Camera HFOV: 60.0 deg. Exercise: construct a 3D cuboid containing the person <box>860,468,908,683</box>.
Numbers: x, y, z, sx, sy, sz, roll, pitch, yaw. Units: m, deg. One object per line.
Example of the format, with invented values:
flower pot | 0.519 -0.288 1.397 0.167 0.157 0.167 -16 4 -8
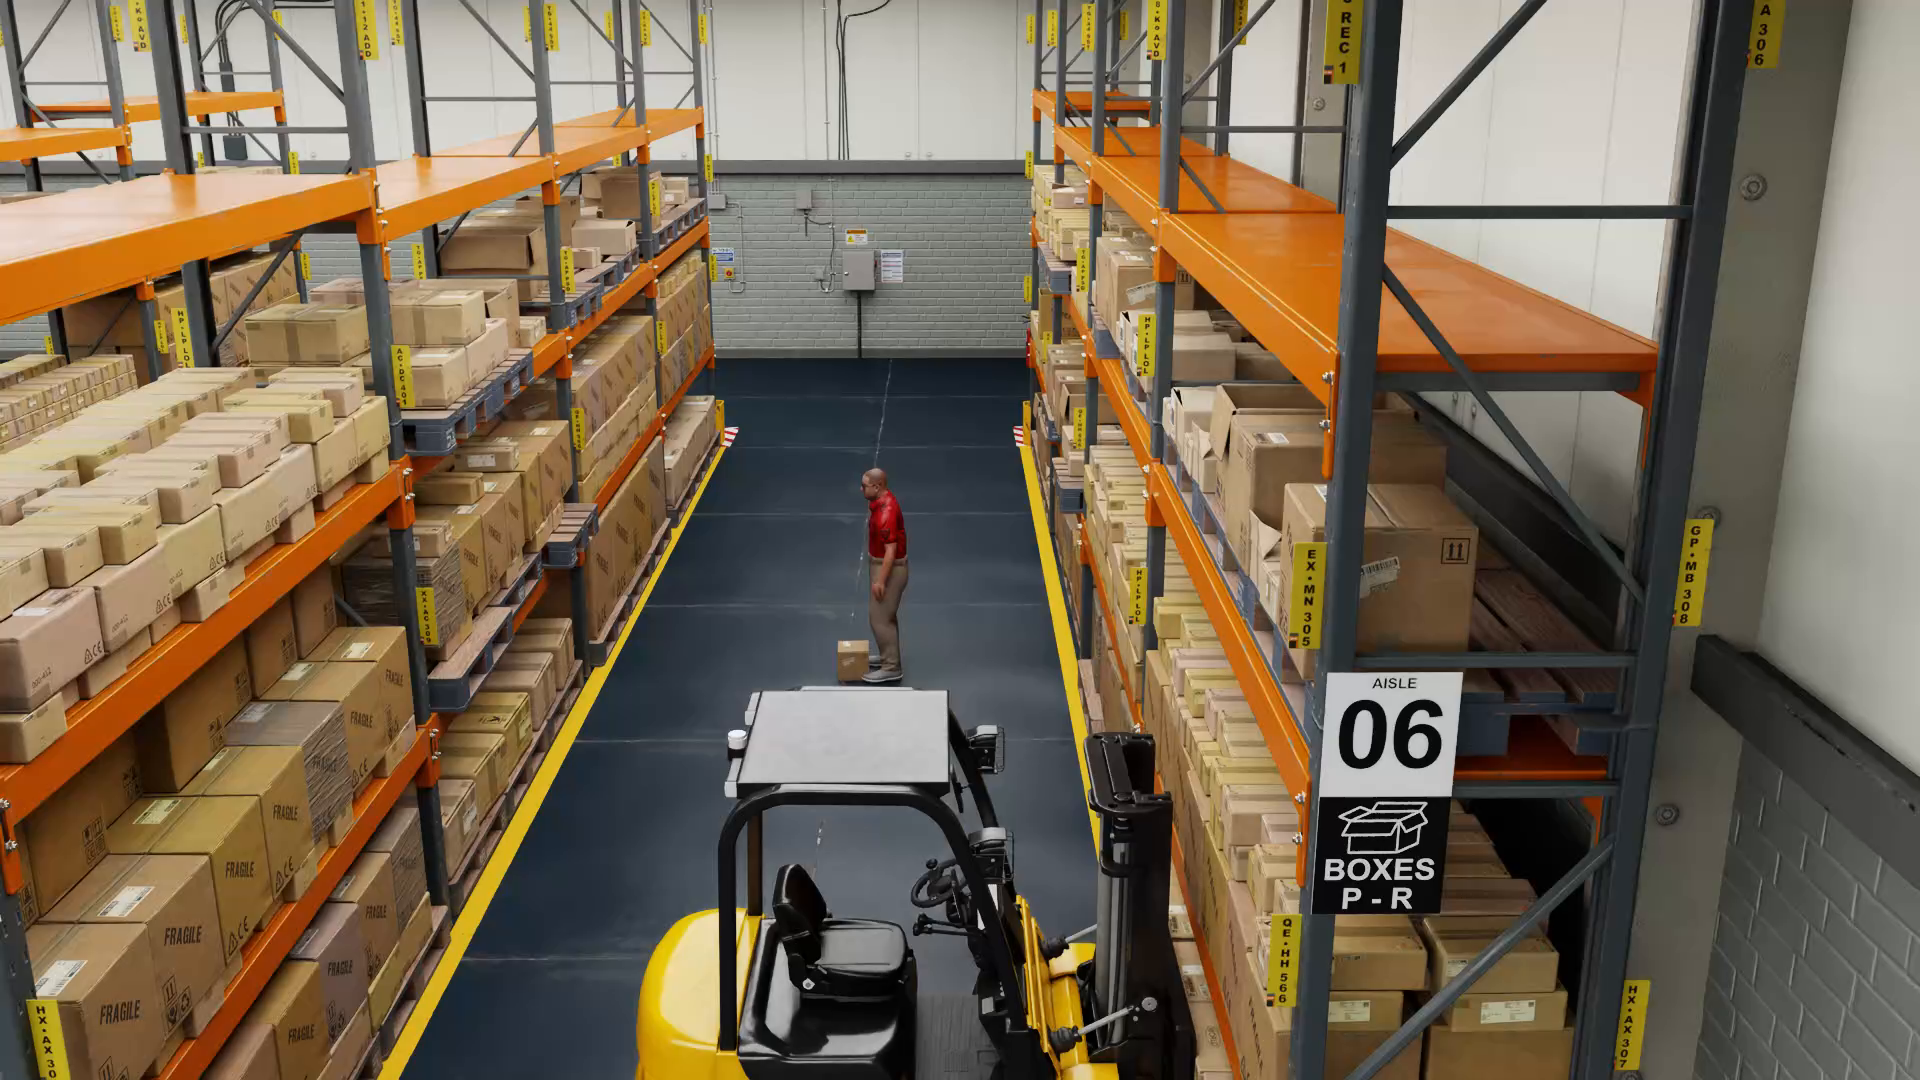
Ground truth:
person | -0.605 0.262 13.208 0.385 1.728 0.605 -1 17 -3
